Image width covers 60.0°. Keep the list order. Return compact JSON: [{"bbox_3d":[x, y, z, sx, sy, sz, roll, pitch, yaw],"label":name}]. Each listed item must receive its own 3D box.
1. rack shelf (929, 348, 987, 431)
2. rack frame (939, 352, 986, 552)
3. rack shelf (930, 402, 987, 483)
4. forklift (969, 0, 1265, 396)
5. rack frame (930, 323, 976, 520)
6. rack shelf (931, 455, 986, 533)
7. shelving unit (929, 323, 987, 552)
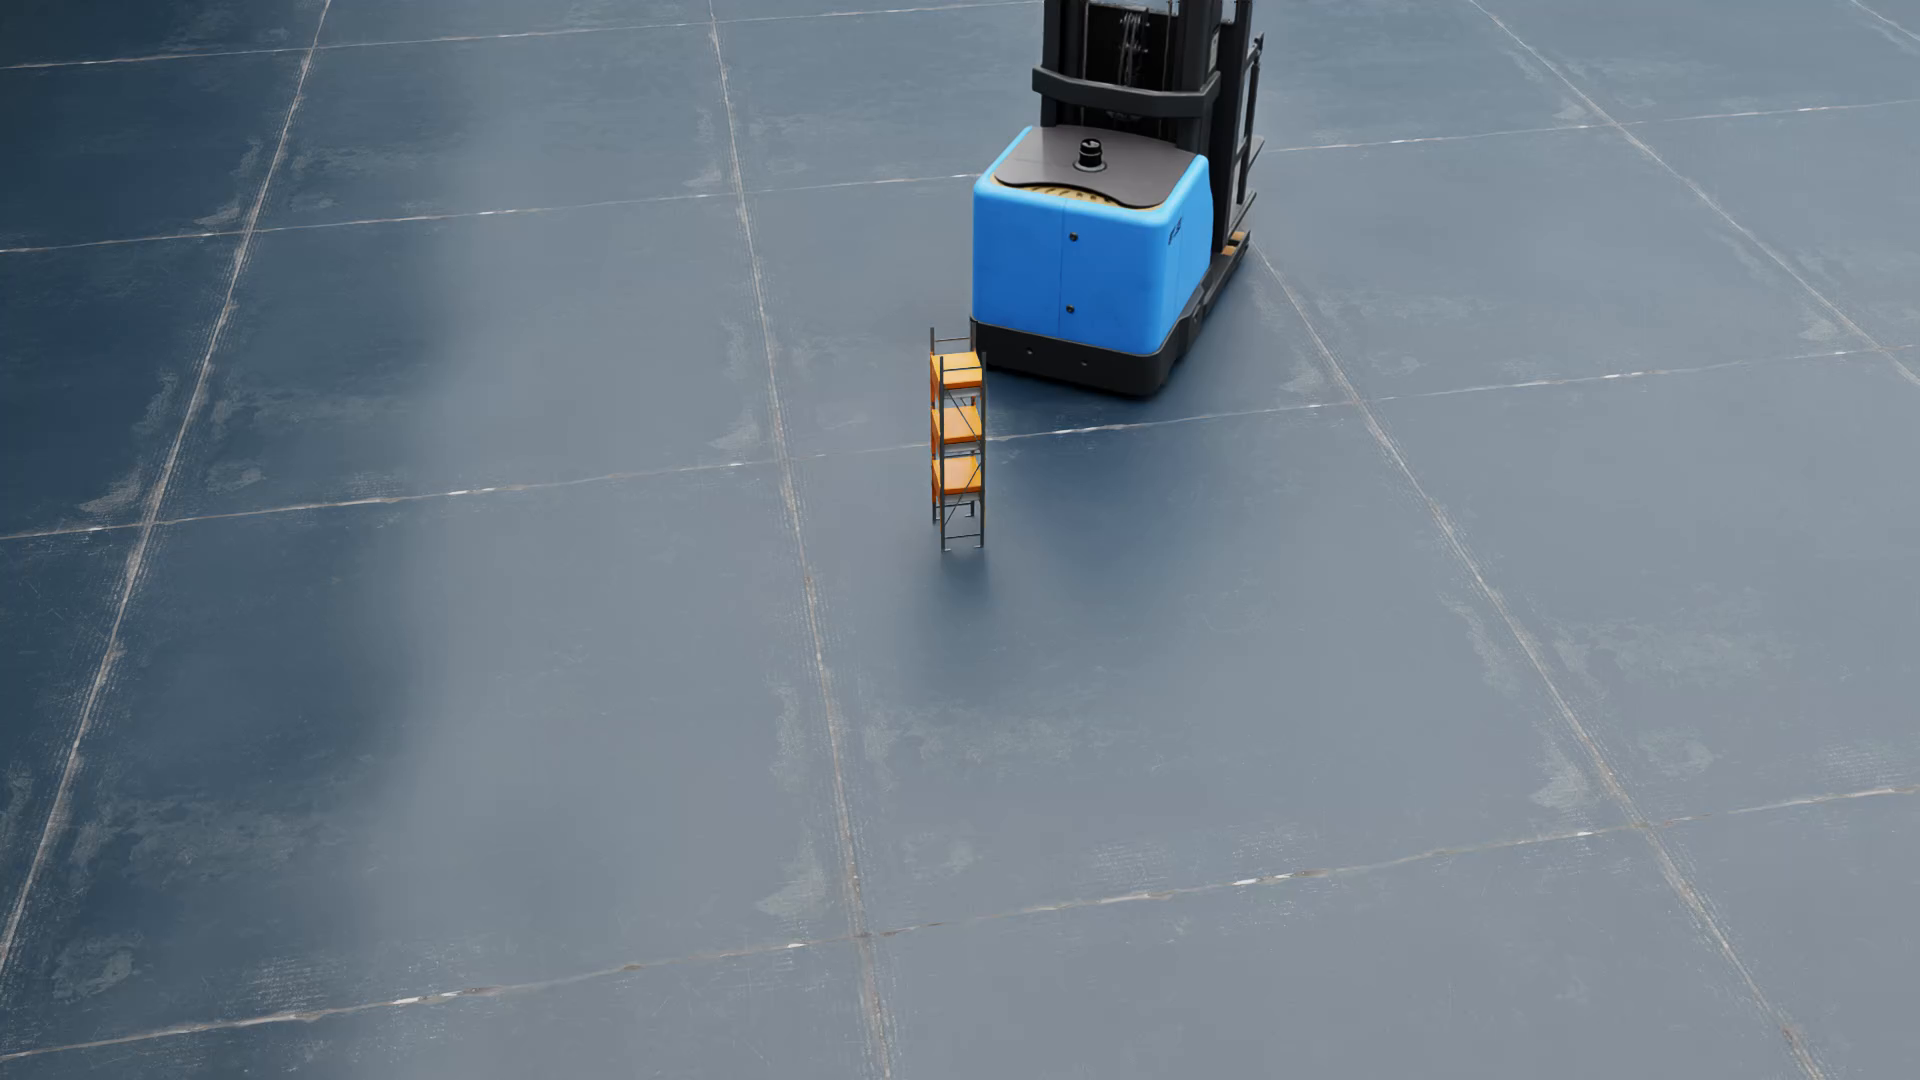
[{"bbox_3d":[-0.009,-0.663,7.302,0.215,0.259,0.240,-6,38,-8],"label":"rack shelf"},{"bbox_3d":[0.012,-0.373,7.375,0.200,1.050,0.008,-6,38,-8],"label":"rack frame"},{"bbox_3d":[-0.009,-0.439,7.476,0.215,0.259,0.240,-6,38,-8],"label":"rack shelf"},{"bbox_3d":[1.078,-2.807,8.974,1.130,2.935,3.031,14,40,17],"label":"forklift"},{"bbox_3d":[-0.031,-0.521,7.564,0.200,1.050,0.008,-6,38,-8],"label":"rack frame"},{"bbox_3d":[-0.009,-0.219,7.647,0.215,0.259,0.240,-6,38,-8],"label":"rack shelf"},{"bbox_3d":[-0.009,-0.447,7.470,0.215,1.050,0.252,-6,38,-8],"label":"shelving unit"}]
